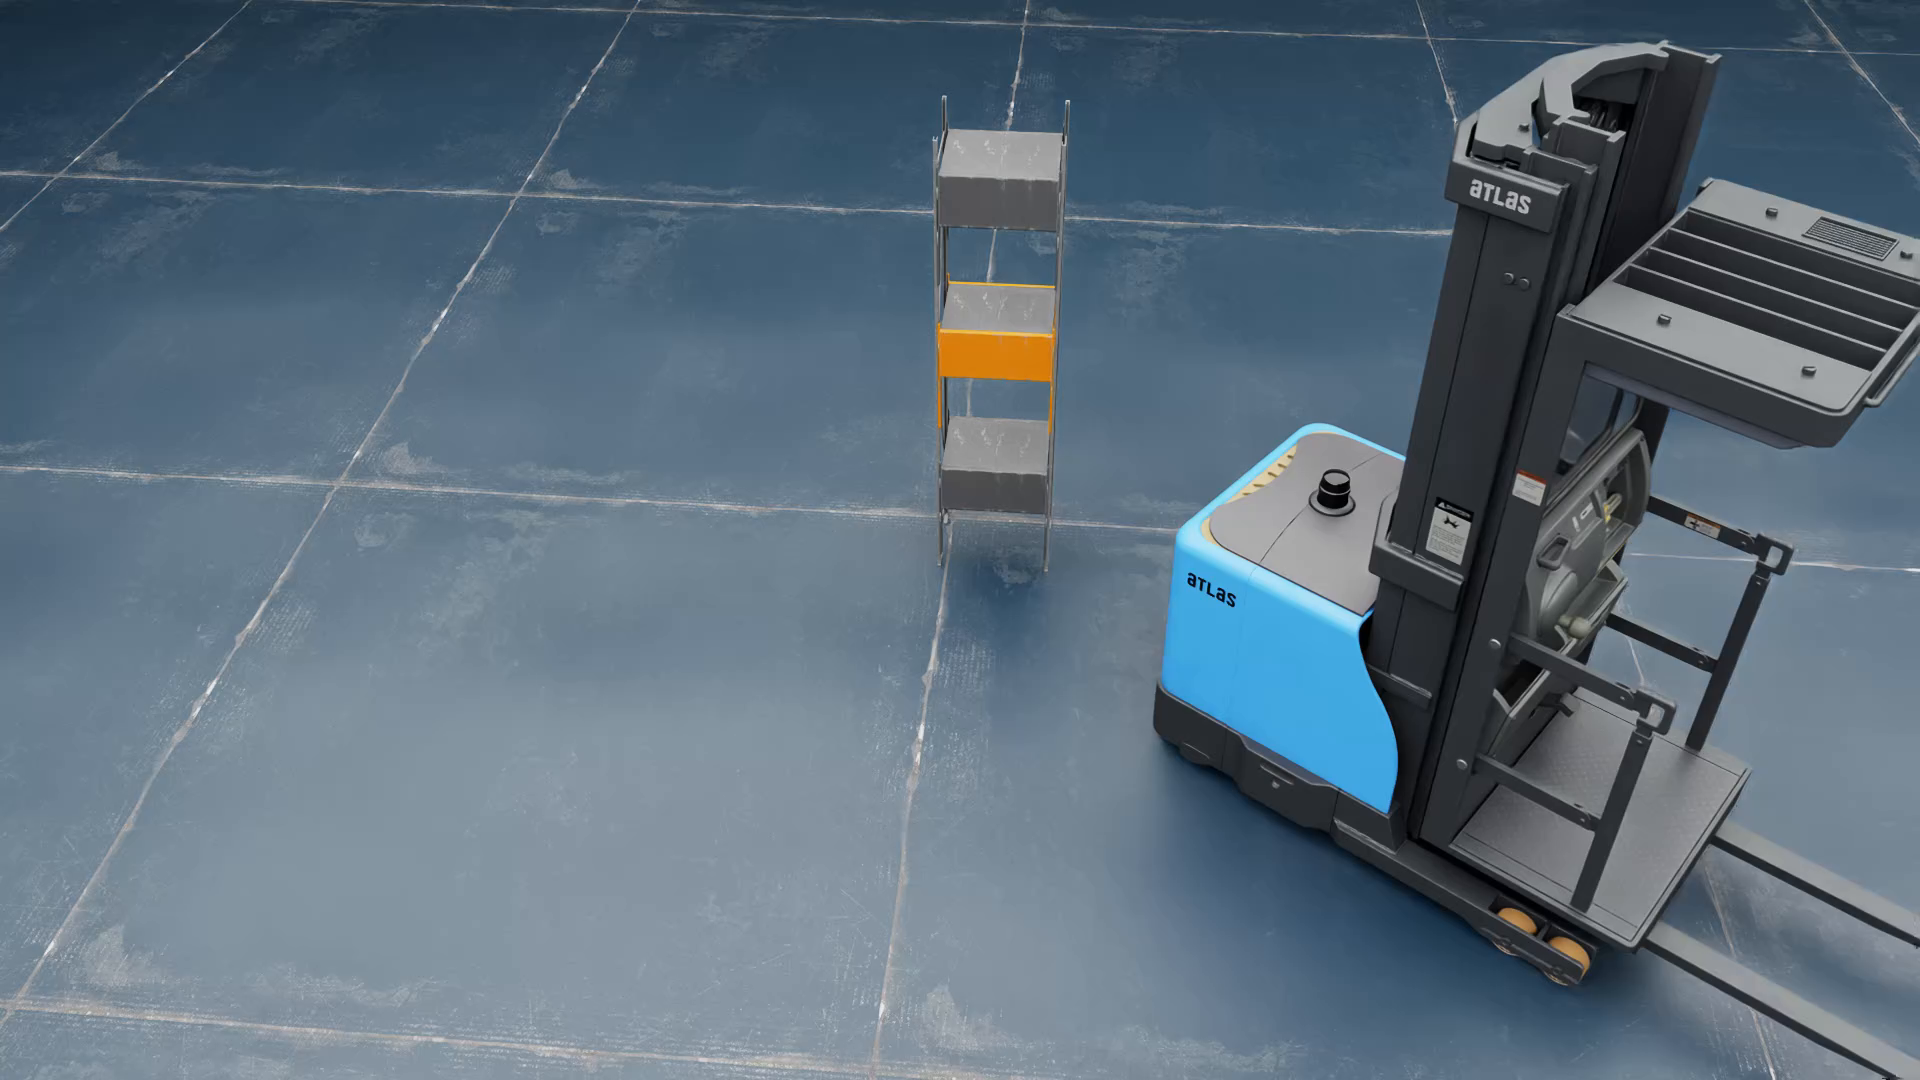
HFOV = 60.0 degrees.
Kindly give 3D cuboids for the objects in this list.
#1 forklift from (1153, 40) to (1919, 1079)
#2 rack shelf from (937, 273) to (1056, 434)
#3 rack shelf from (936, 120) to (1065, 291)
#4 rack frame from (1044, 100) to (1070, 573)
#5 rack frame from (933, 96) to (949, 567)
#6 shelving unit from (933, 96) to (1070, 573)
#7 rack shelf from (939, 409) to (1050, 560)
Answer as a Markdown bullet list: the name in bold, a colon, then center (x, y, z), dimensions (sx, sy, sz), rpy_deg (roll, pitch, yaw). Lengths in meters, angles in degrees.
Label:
- **forklift**: center (2.226, 0.042, 5.377), dimensions (3.031, 2.935, 1.130), rpy_deg (28, 47, 30)
- **rack shelf**: center (0.165, -0.795, 7.085), dimensions (0.480, 0.518, 0.431), rpy_deg (3, 39, 4)
- **rack shelf**: center (0.165, -1.338, 6.643), dimensions (0.480, 0.518, 0.431), rpy_deg (3, 39, 4)
- **rack frame**: center (0.408, -0.792, 7.060), dimensions (0.015, 2.100, 0.400), rpy_deg (3, 39, 4)
- **rack frame**: center (-0.078, -0.819, 7.092), dimensions (0.015, 2.100, 0.400), rpy_deg (3, 39, 4)
- **shelving unit**: center (0.165, -0.805, 7.076), dimensions (0.503, 2.100, 0.431), rpy_deg (3, 39, 4)
- **rack shelf**: center (0.165, -0.252, 7.527), dimensions (0.480, 0.518, 0.431), rpy_deg (3, 39, 4)
